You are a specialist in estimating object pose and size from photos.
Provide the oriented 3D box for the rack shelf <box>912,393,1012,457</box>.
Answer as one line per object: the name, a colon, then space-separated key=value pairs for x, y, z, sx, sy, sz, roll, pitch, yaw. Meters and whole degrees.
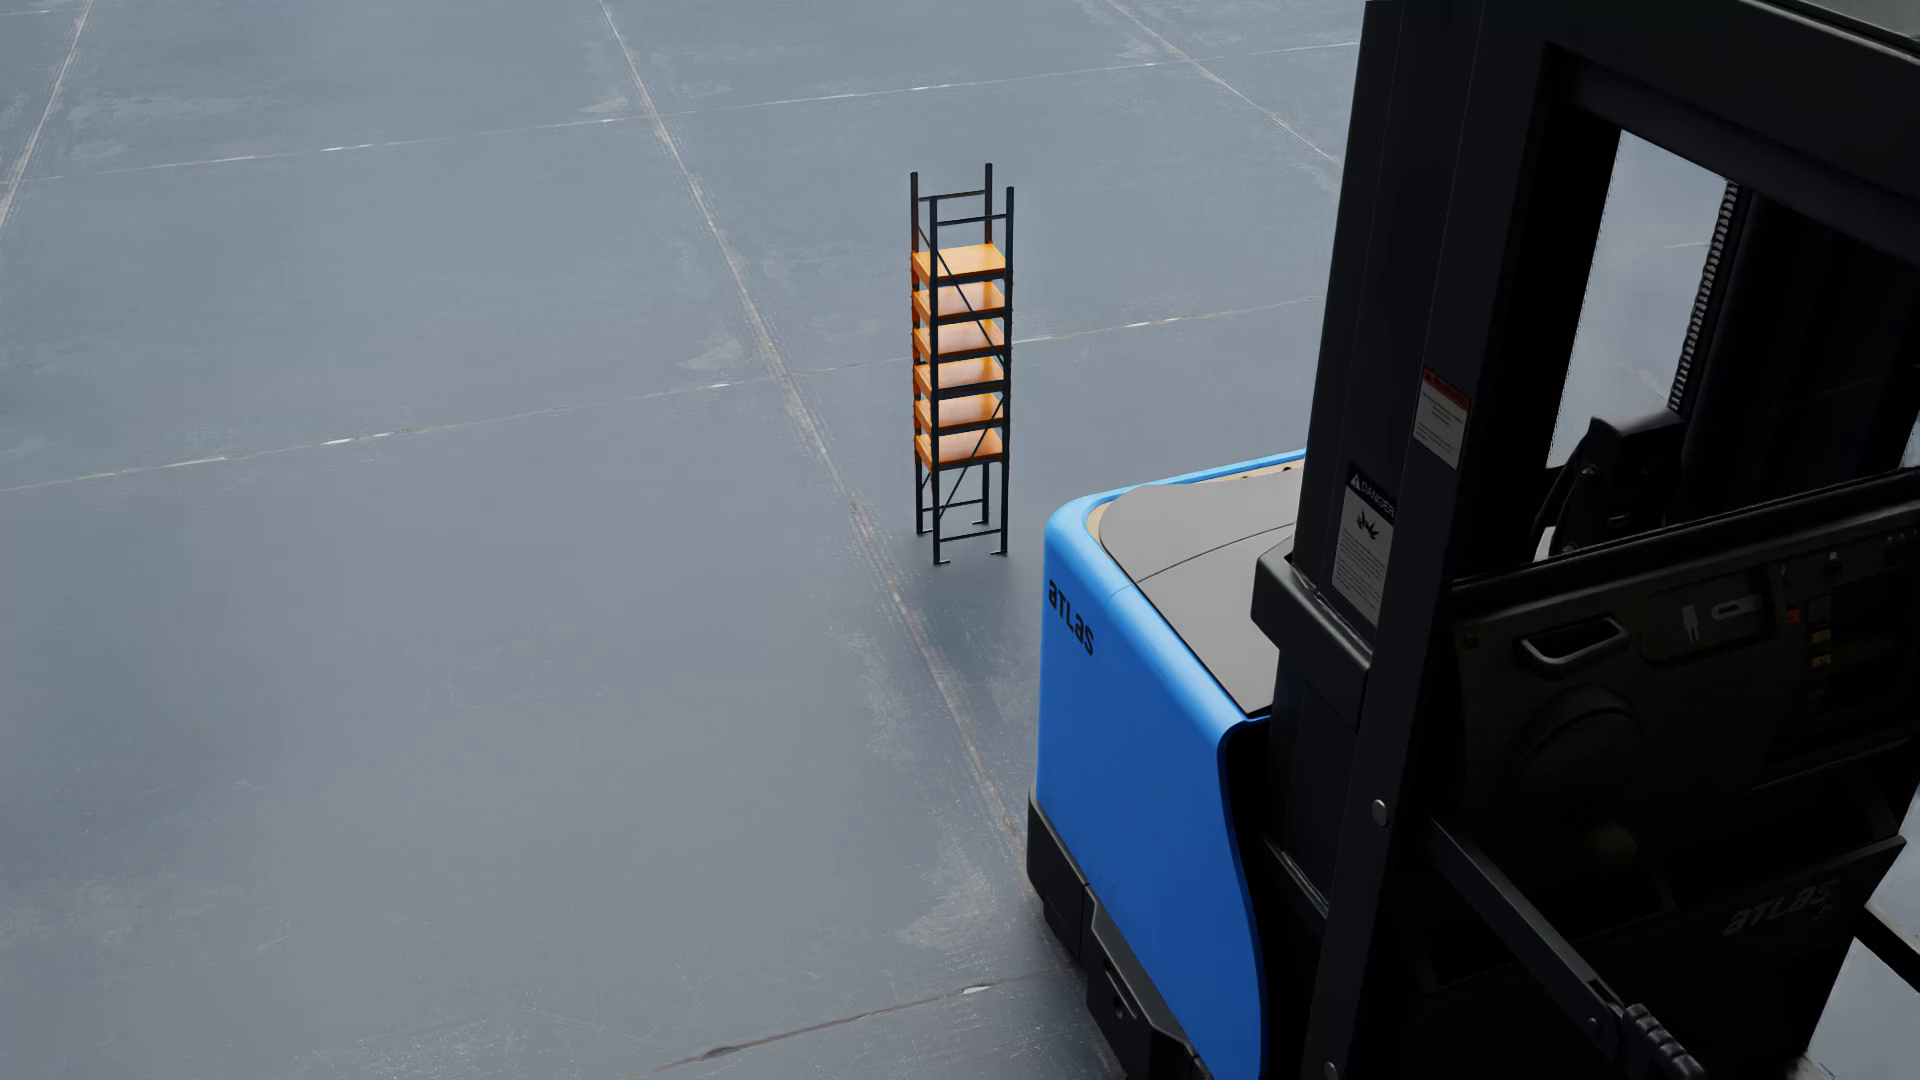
rack shelf: x=0.004 y=-0.356 z=4.998 sx=0.258 sy=0.103 sz=0.180 roll=-10 pitch=35 yaw=-15

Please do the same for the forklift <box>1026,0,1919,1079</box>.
forklift: x=1.173 y=0.253 z=2.209 sx=1.130 sy=2.935 sz=3.031 roll=-12 pitch=35 yaw=-18

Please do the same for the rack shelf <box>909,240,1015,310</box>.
rack shelf: x=0.004 y=-0.756 z=4.734 sx=0.258 sy=0.103 sz=0.180 roll=-10 pitch=35 yaw=-15

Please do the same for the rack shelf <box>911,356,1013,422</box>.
rack shelf: x=0.004 y=-0.456 z=4.932 sx=0.258 sy=0.103 sz=0.180 roll=-10 pitch=35 yaw=-15

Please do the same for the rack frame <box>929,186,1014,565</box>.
rack frame: x=0.032 y=-0.445 z=4.835 sx=0.240 sy=1.200 sz=0.006 roll=-10 pitch=35 yaw=-15

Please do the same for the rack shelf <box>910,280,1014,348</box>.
rack shelf: x=0.004 y=-0.656 z=4.800 sx=0.258 sy=0.103 sz=0.180 roll=-10 pitch=35 yaw=-15

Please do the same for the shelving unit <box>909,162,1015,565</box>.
shelving unit: x=0.004 y=-0.493 z=4.908 sx=0.258 sy=1.200 sz=0.189 roll=-10 pitch=35 yaw=-15

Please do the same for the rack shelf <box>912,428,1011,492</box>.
rack shelf: x=0.004 y=-0.256 z=5.065 sx=0.258 sy=0.103 sz=0.180 roll=-10 pitch=35 yaw=-15

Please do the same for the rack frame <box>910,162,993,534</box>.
rack frame: x=-0.023 y=-0.541 z=4.980 sx=0.240 sy=1.200 sz=0.006 roll=-10 pitch=35 yaw=-15

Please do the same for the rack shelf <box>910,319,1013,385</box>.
rack shelf: x=0.004 y=-0.556 z=4.866 sx=0.258 sy=0.103 sz=0.180 roll=-10 pitch=35 yaw=-15
